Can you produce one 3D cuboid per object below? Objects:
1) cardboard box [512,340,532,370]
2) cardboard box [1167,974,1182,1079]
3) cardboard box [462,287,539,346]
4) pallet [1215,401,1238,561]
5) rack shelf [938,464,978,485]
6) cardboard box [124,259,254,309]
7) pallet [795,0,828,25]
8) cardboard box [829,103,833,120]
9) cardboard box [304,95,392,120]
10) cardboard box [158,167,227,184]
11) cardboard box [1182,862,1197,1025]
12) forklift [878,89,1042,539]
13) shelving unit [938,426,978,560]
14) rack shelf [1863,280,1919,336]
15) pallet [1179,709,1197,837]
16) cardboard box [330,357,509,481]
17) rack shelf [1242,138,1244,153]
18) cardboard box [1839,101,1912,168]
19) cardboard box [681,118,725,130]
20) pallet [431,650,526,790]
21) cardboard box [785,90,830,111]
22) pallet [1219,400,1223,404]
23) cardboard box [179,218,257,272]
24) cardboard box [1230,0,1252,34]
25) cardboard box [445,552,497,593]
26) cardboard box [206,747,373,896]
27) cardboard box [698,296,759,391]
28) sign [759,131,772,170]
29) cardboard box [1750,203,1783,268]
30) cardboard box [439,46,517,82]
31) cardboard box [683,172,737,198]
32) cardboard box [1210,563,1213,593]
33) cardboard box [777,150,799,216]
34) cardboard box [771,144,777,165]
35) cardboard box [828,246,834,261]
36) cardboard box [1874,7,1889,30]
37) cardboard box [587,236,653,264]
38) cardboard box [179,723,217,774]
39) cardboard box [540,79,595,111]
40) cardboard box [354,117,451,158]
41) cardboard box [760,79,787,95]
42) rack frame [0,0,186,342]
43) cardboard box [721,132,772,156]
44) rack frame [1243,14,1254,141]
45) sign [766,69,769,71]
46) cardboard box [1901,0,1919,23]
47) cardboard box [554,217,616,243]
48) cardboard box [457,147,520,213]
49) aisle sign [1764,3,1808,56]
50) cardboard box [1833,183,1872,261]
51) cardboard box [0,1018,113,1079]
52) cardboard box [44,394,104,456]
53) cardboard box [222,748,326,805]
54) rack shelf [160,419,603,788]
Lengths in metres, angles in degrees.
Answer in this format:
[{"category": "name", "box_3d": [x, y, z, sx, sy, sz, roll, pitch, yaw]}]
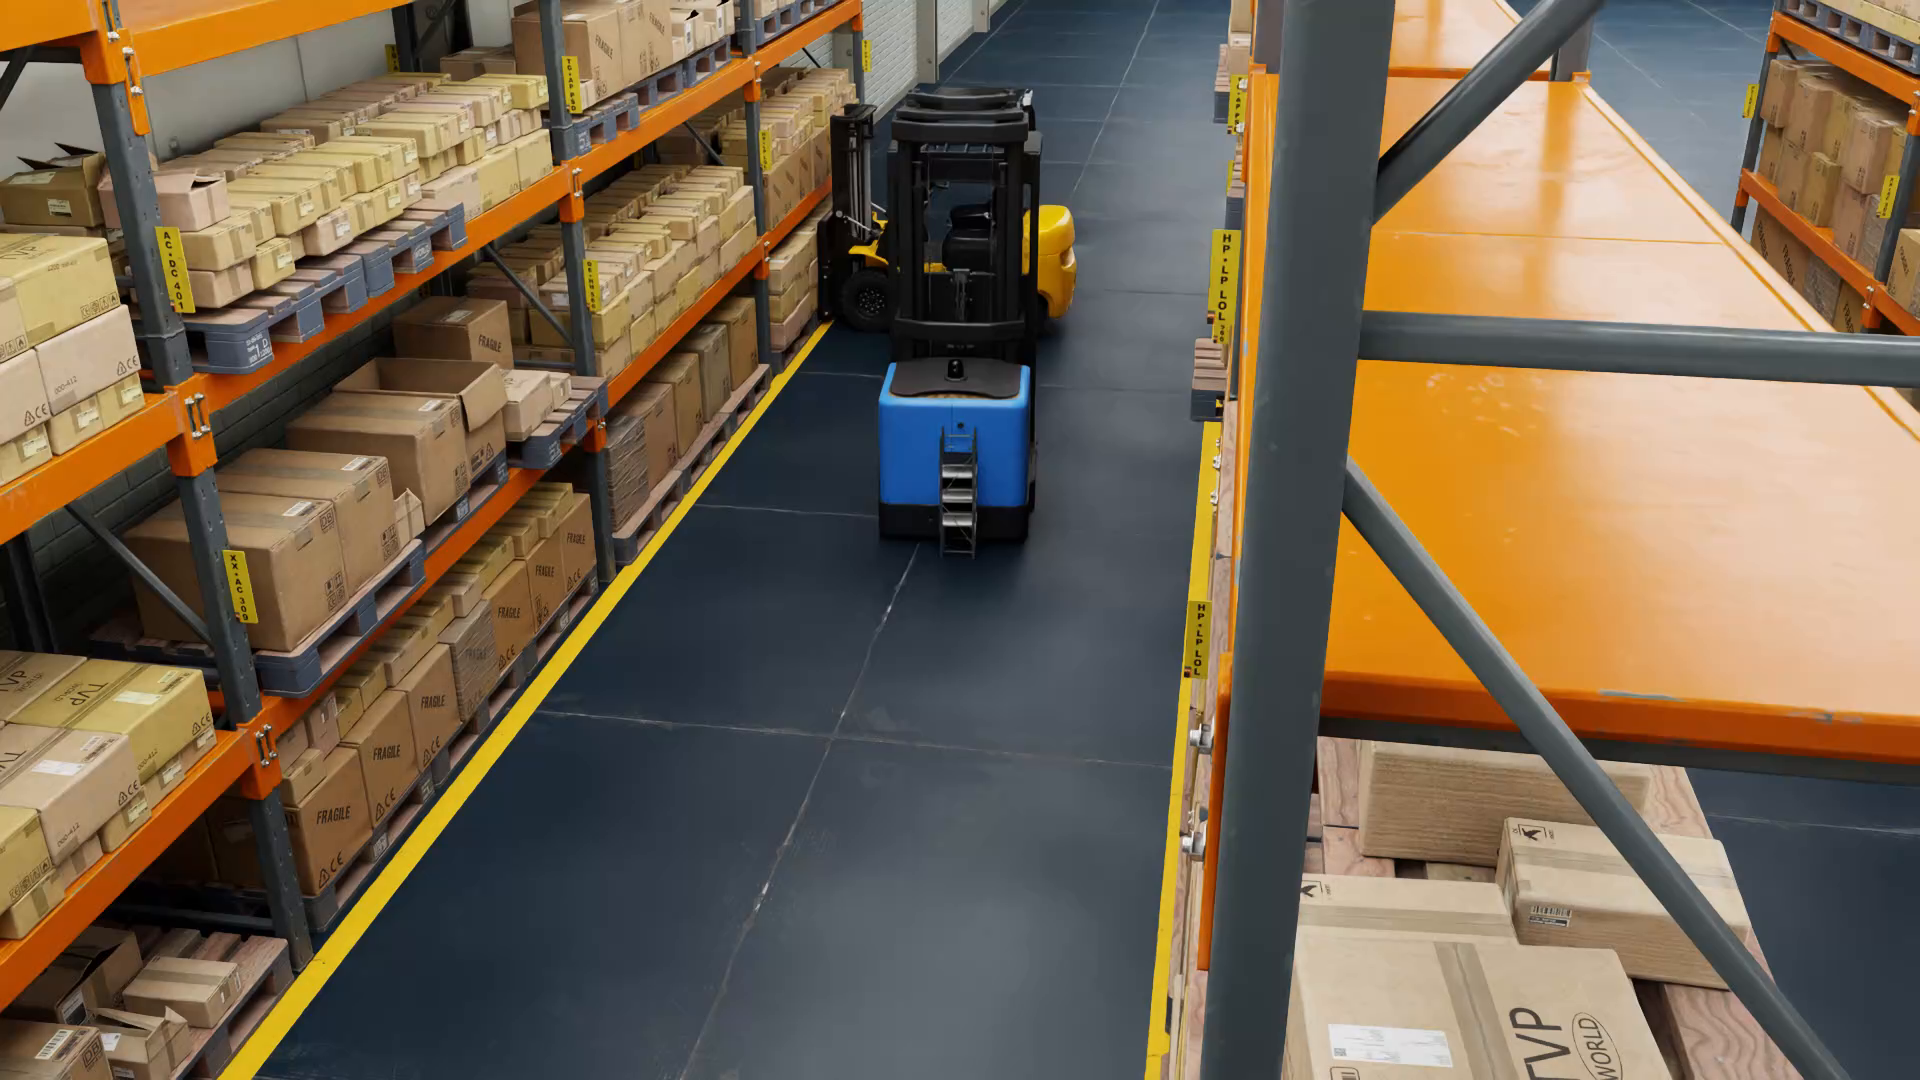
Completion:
[{"category": "cardboard box", "box_3d": [-2.999, -1.261, 11.083, 0.500, 0.250, 0.500, 3, 25, 7]}, {"category": "cardboard box", "box_3d": [1.215, 2.117, 6.215, 0.875, 0.438, 0.875, 4, 25, 8]}, {"category": "cardboard box", "box_3d": [-3.021, -1.489, 10.980, 0.500, 0.250, 0.500, 5, 25, 10]}, {"category": "pallet", "box_3d": [1.279, -0.085, 4.959, 1.003, 0.211, 1.213, 4, 25, 9]}, {"category": "rack shelf", "box_3d": [-0.011, -0.448, 11.300, 0.258, 0.077, 0.200, 2, 25, 3]}, {"category": "cardboard box", "box_3d": [-3.033, -1.028, 6.552, 0.380, 0.149, 0.250, 4, 25, 9]}, {"category": "pallet", "box_3d": [-1.851, -4.982, 15.421, 1.003, 0.211, 1.213, 4, 25, 9]}, {"category": "cardboard box", "box_3d": [-1.457, -4.213, 16.329, 0.380, 0.149, 0.250, 3, 25, 7]}, {"category": "cardboard box", "box_3d": [-3.259, -2.272, 8.882, 0.380, 0.149, 0.250, 5, 26, 10]}, {"category": "cardboard box", "box_3d": [-3.436, -1.522, 7.256, 0.380, 0.149, 0.250, 5, 25, 10]}, {"category": "cardboard box", "box_3d": [0.838, 1.211, 4.326, 0.500, 0.500, 0.500, 4, 25, 8]}, {"category": "forklift", "box_3d": [0.041, -1.923, 12.401, 1.130, 2.935, 3.031, 2, 25, 3]}, {"category": "shelving unit", "box_3d": [-0.011, -0.315, 11.362, 0.258, 0.900, 0.210, 2, 25, 3]}, {"category": "rack shelf", "box_3d": [7.304, -0.991, 11.177, 1.077, 0.370, 4.000, 4, 25, 9]}, {"category": "pallet", "box_3d": [1.672, 1.315, 8.691, 1.003, 0.211, 1.213, 4, 25, 9]}, {"category": "cardboard box", "box_3d": [-2.905, -0.665, 9.015, 0.797, 0.503, 0.637, 3, 25, 7]}, {"category": "rack shelf", "box_3d": [2.404, -2.650, 11.184, 1.077, 0.370, 4.000, 4, 25, 9]}, {"category": "cardboard box", "box_3d": [7.924, -3.316, 13.846, 0.875, 0.550, 0.550, 4, 25, 9]}, {"category": "cardboard box", "box_3d": [-2.301, -3.638, 14.750, 0.380, 0.149, 0.250, 4, 25, 8]}, {"category": "pallet", "box_3d": [-3.181, 0.958, 9.454, 1.003, 0.211, 1.213, 4, 25, 9]}, {"category": "cardboard box", "box_3d": [-1.473, -4.238, 16.031, 0.380, 0.149, 0.250, 5, 25, 10]}, {"category": "pallet", "box_3d": [2.806, -1.474, 14.651, 1.003, 0.211, 1.213, 4, 25, 9]}, {"category": "cardboard box", "box_3d": [-2.993, -1.160, 6.483, 0.380, 0.149, 0.250, 5, 26, 10]}, {"category": "cardboard box", "box_3d": [2.168, -3.735, 11.745, 0.500, 0.250, 0.500, 3, 25, 7]}, {"category": "cardboard box", "box_3d": [-2.880, 0.184, 9.507, 0.380, 0.149, 0.250, 4, 25, 8]}, {"category": "cardboard box", "box_3d": [-3.173, 1.305, 7.877, 0.500, 0.500, 0.500, 5, 26, 11]}, {"category": "cardboard box", "box_3d": [-2.241, -1.692, 14.132, 0.875, 0.625, 0.625, 5, 26, 11]}, {"category": "sign", "box_3d": [-1.630, -3.251, 13.885, 0.100, 0.325, 0.005, 4, 25, 9]}, {"category": "cardboard box", "box_3d": [8.239, -2.766, 16.131, 0.875, 0.875, 0.875, 4, 25, 9]}, {"category": "cardboard box", "box_3d": [-2.955, -2.970, 10.582, 0.500, 0.250, 0.500, 4, 25, 9]}, {"category": "cardboard box", "box_3d": [-2.028, -2.868, 13.455, 0.380, 0.149, 0.250, 4, 25, 8]}, {"category": "cardboard box", "box_3d": [1.409, 0.106, 7.573, 0.500, 0.250, 0.500, 5, 25, 10]}, {"category": "cardboard box", "box_3d": [-1.768, -3.228, 14.990, 0.500, 0.500, 0.500, 4, 25, 9]}, {"category": "cardboard box", "box_3d": [-1.814, -3.359, 14.504, 0.380, 0.149, 0.250, 5, 25, 10]}, {"category": "cardboard box", "box_3d": [-1.526, -2.780, 16.309, 0.500, 0.250, 0.500, 4, 25, 8]}, {"category": "cardboard box", "box_3d": [7.499, -4.128, 13.176, 0.380, 0.149, 0.250, 4, 25, 9]}, {"category": "cardboard box", "box_3d": [-2.377, -2.014, 11.630, 0.380, 0.149, 0.250, 4, 25, 9]}, {"category": "cardboard box", "box_3d": [-3.277, 0.814, 6.768, 0.380, 0.149, 0.250, 4, 25, 9]}, {"category": "cardboard box", "box_3d": [-2.464, -2.736, 10.181, 0.380, 0.166, 0.250, 4, 25, 8]}, {"category": "cardboard box", "box_3d": [-2.797, -2.022, 8.349, 0.380, 0.149, 0.250, 4, 25, 9]}, {"category": "cardboard box", "box_3d": [-1.939, -4.496, 16.584, 0.380, 0.149, 0.250, 4, 25, 9]}, {"category": "rack frame", "box_3d": [-3.474, -2.167, 5.765, 1.000, 3.000, 0.127, 4, 25, 9]}, {"category": "cardboard box", "box_3d": [-1.822, -3.383, 14.205, 0.380, 0.149, 0.250, 5, 25, 10]}, {"category": "rack frame", "box_3d": [2.077, -3.498, 8.608, 1.000, 3.000, 0.127, 4, 25, 9]}, {"category": "sign", "box_3d": [-2.060, -4.938, 17.647, 0.100, 0.325, 0.005, 4, 25, 9]}, {"category": "cardboard box", "box_3d": [7.458, -4.038, 12.512, 0.500, 0.250, 0.500, 4, 25, 8]}, {"category": "cardboard box", "box_3d": [-2.735, -2.256, 12.148, 0.380, 0.149, 0.250, 5, 25, 10]}, {"category": "cardboard box", "box_3d": [-2.746, -1.972, 9.063, 0.500, 0.250, 0.500, 4, 25, 9]}, {"category": "aisle sign", "box_3d": [8.000, -5.054, 15.942, 0.394, 0.787, 0.004, 4, 25, 9]}, {"category": "cardboard box", "box_3d": [7.747, -2.608, 13.606, 0.875, 0.550, 0.550, 4, 25, 9]}, {"category": "cardboard box", "box_3d": [-3.587, 2.126, 6.122, 0.700, 0.500, 0.500, 3, 25, 7]}, {"category": "cardboard box", "box_3d": [-3.285, -0.422, 5.871, 0.380, 0.149, 0.250, 4, 25, 8]}, {"category": "cardboard box", "box_3d": [-3.153, 1.066, 7.622, 0.380, 0.149, 0.250, 5, 26, 11]}, {"category": "rack shelf", "box_3d": [-3.147, 0.039, 8.977, 1.077, 0.370, 4.000, 4, 25, 9]}]
